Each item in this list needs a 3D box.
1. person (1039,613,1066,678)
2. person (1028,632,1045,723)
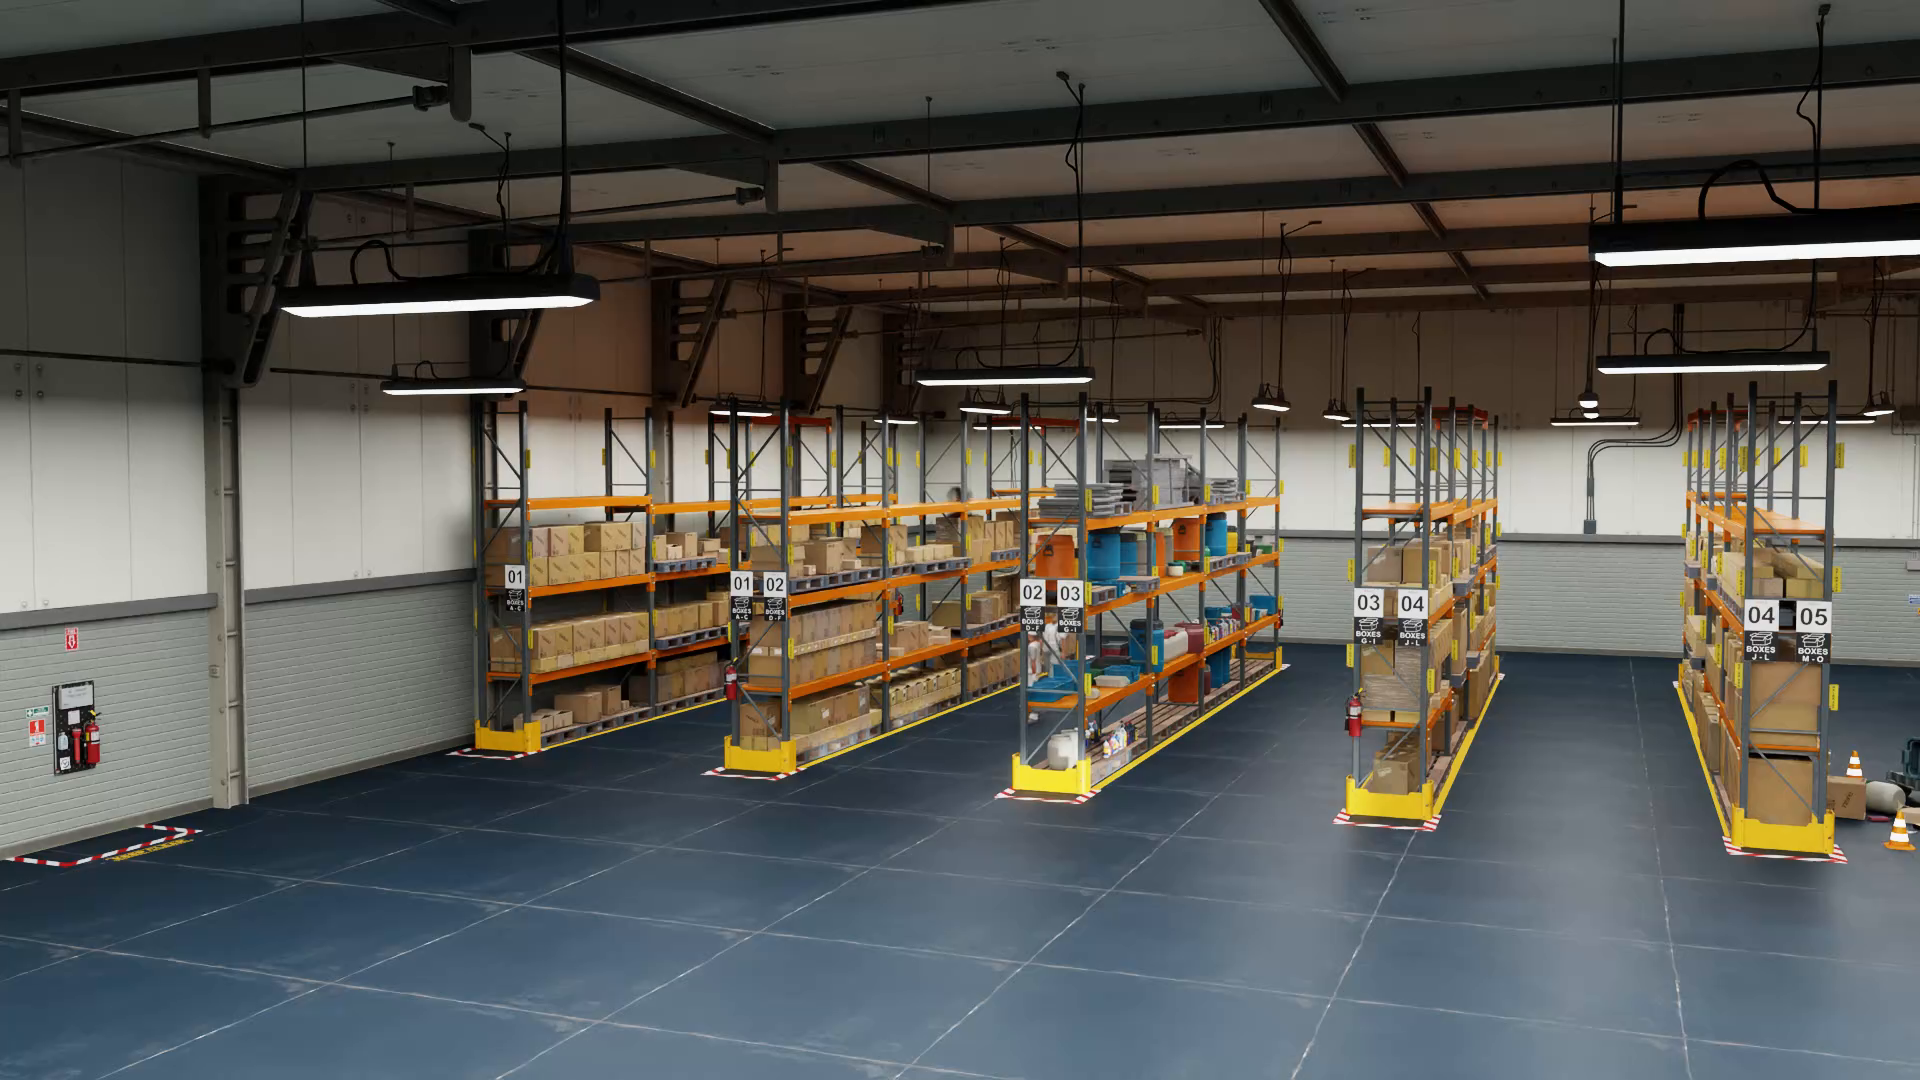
[{"bbox_3d":[1.967,2.389,36.073,0.647,1.717,1.032,1,3,25],"label":"person"},{"bbox_3d":[1.399,2.555,31.539,0.402,1.793,0.602,1,3,12],"label":"person"}]
